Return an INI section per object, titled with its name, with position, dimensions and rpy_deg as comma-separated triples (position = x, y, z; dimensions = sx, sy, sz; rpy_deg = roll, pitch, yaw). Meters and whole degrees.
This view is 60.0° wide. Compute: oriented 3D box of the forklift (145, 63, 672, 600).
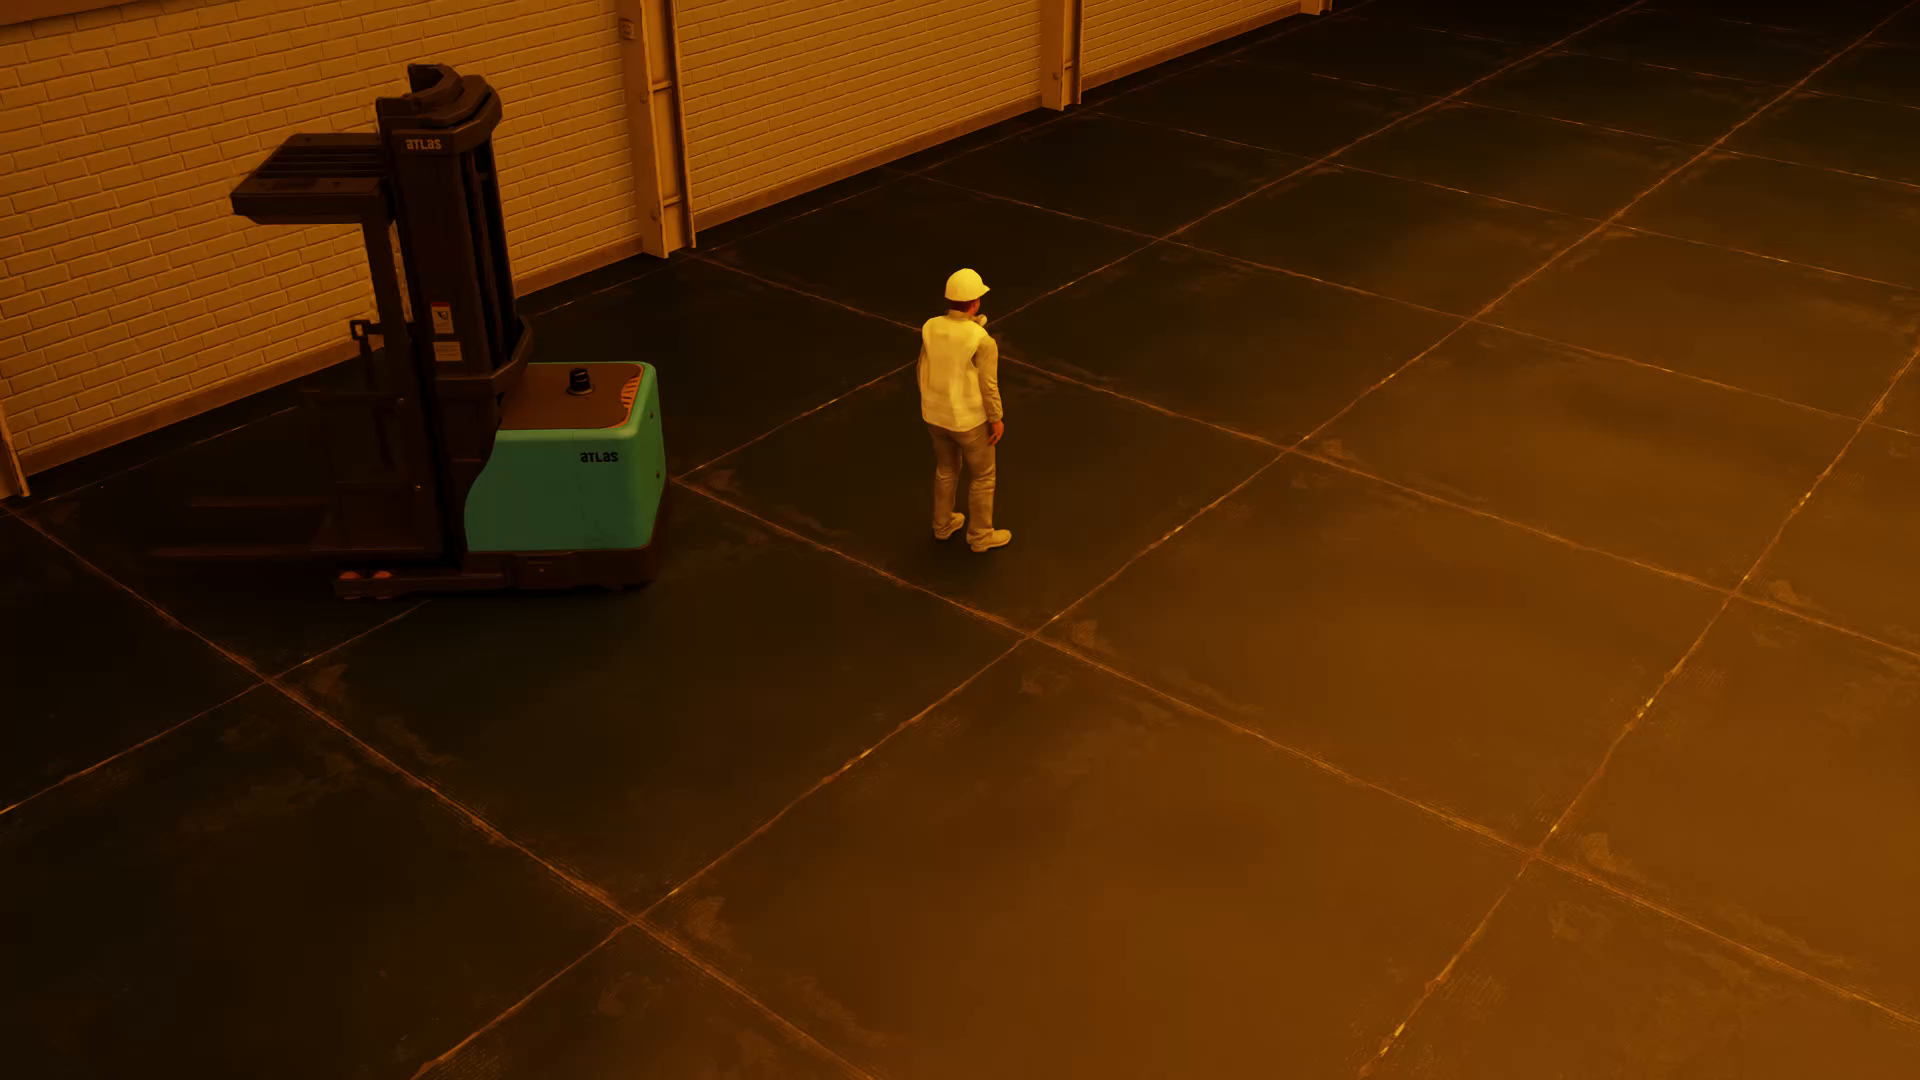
[forklift]
position = -3.358, -1.180, 9.614
dimensions = 3.031, 2.935, 1.130
rpy_deg = -1, 30, -2

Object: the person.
[person]
position = 0.008, -0.776, 10.075
dimensions = 0.580, 1.770, 0.463
rpy_deg = 21, 36, 31
